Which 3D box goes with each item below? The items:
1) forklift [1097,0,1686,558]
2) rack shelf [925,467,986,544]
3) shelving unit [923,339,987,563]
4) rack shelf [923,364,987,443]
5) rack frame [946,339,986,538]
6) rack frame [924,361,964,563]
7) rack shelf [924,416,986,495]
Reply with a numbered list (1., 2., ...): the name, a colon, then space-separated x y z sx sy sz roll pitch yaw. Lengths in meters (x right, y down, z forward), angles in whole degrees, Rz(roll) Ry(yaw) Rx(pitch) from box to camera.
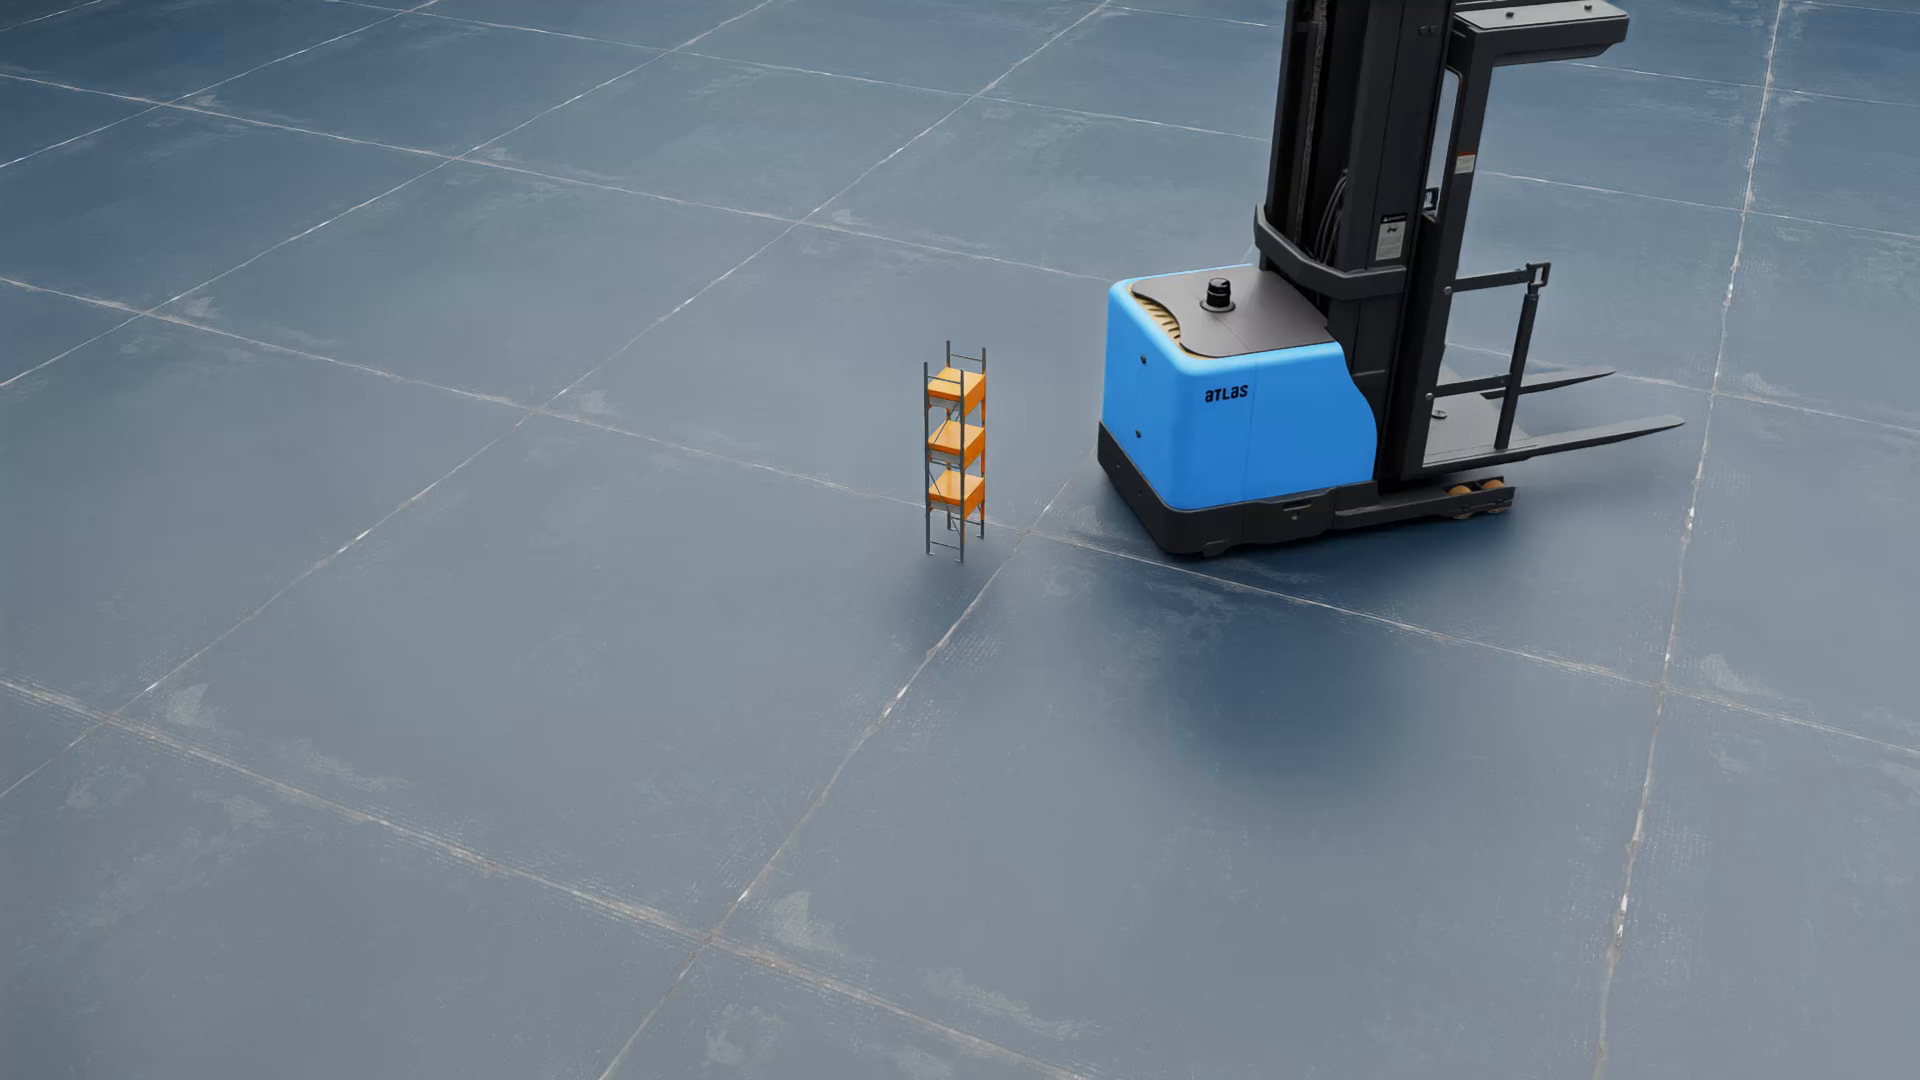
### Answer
1. forklift: 2.299 -1.598 8.015 3.031 2.935 1.130 -9 34 -14
2. rack shelf: -0.022 -0.171 8.080 0.215 0.259 0.240 14 36 20
3. shelving unit: -0.022 -0.412 7.921 0.215 1.050 0.252 14 36 20
4. rack shelf: -0.022 -0.641 7.772 0.215 0.259 0.240 14 36 20
5. rack frame: 0.029 -0.473 8.014 0.200 1.050 0.008 14 36 20
6. rack frame: -0.073 -0.352 7.829 0.200 1.050 0.008 14 36 20
7. rack shelf: -0.022 -0.404 7.927 0.215 0.259 0.240 14 36 20
